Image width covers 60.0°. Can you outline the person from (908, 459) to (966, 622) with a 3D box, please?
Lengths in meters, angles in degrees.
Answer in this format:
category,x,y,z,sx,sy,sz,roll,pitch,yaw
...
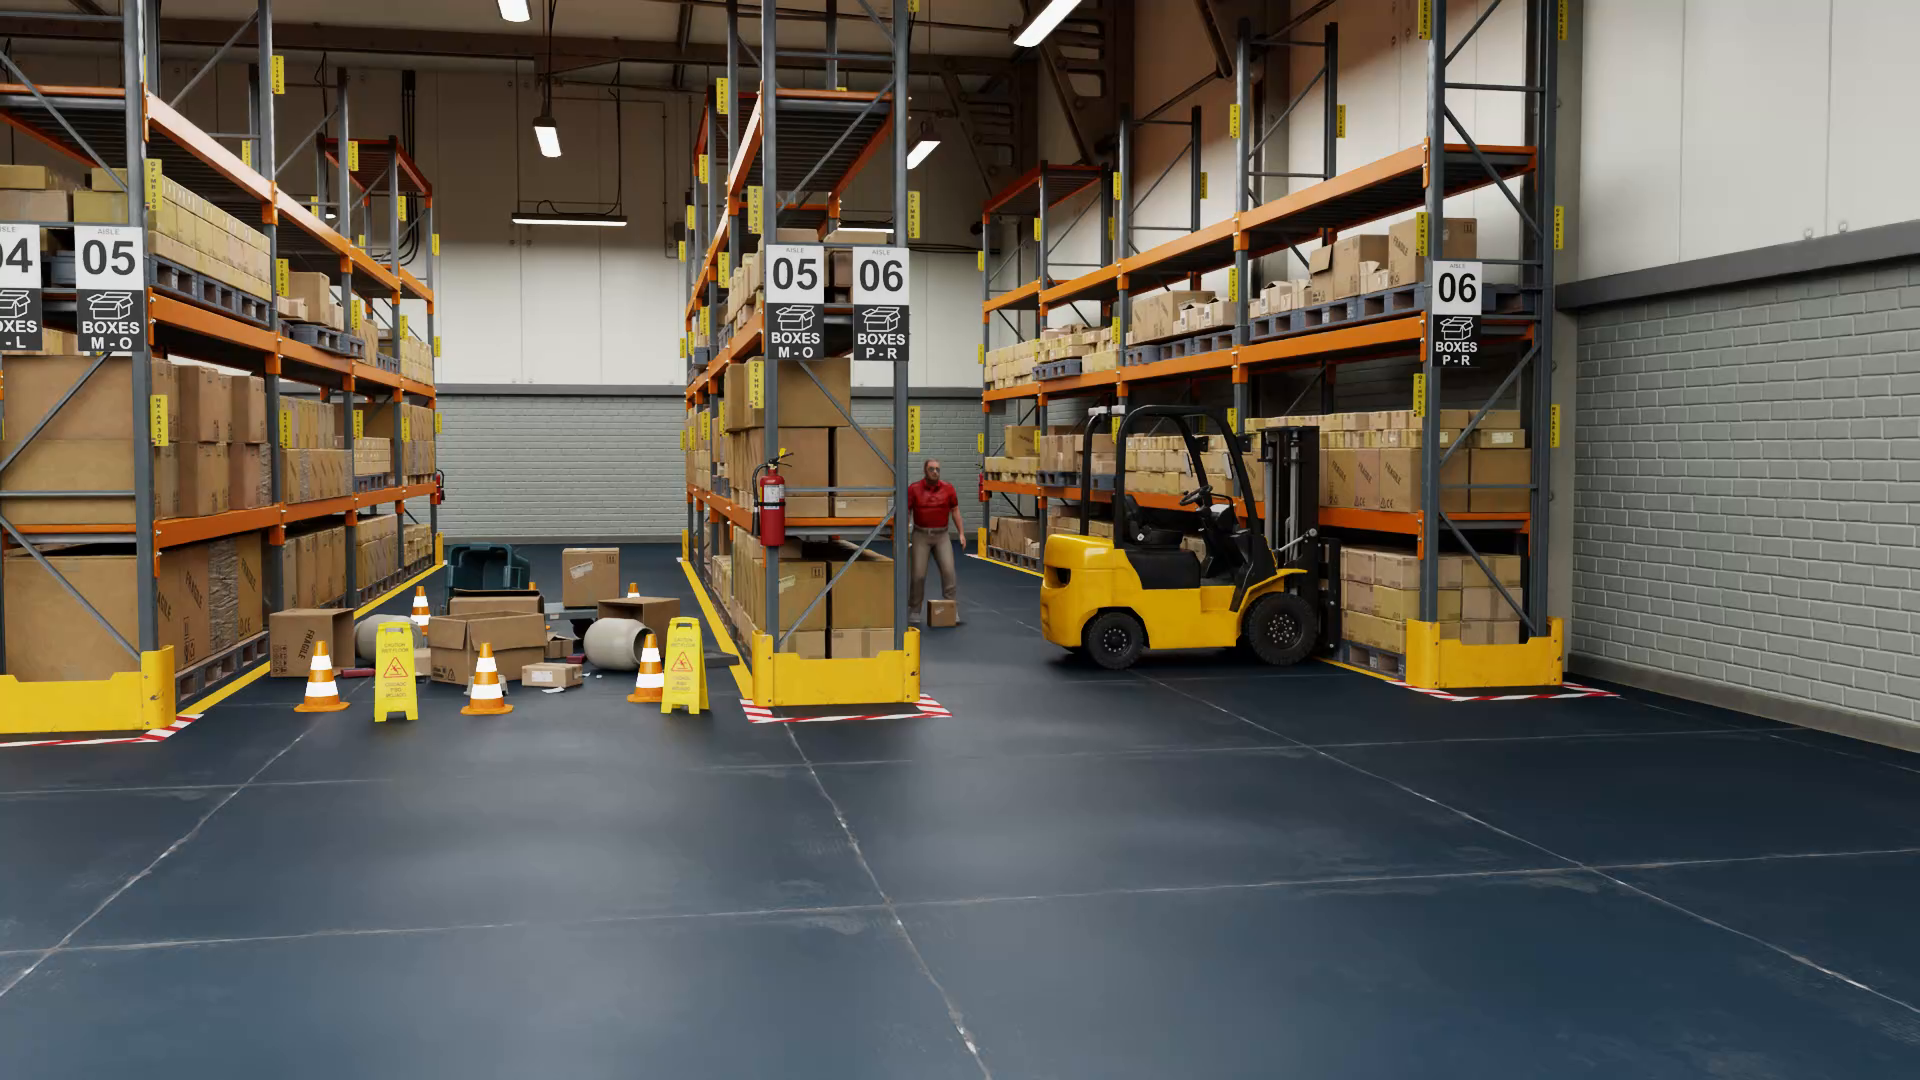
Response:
category,x,y,z,sx,sy,sz,roll,pitch,yaw
person,-0.258,0.007,17.437,0.674,1.721,0.498,-1,3,-11
